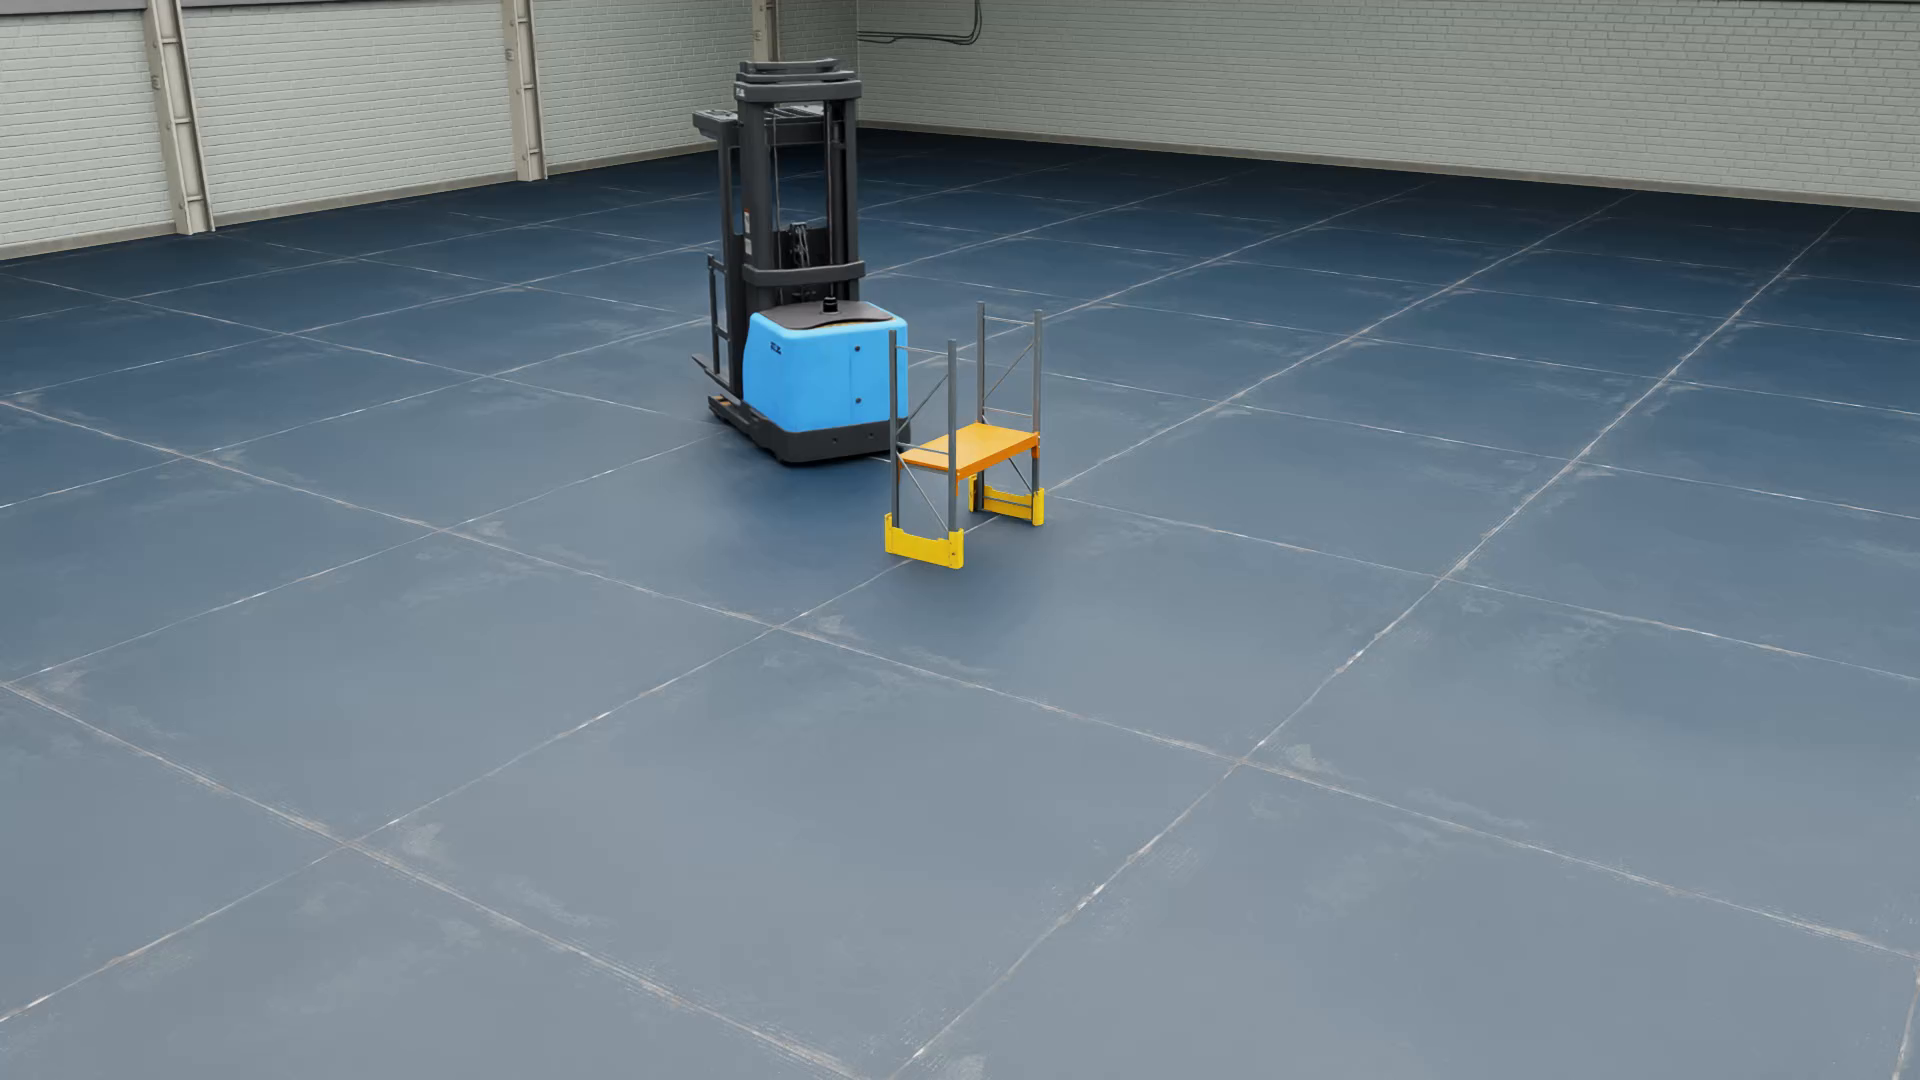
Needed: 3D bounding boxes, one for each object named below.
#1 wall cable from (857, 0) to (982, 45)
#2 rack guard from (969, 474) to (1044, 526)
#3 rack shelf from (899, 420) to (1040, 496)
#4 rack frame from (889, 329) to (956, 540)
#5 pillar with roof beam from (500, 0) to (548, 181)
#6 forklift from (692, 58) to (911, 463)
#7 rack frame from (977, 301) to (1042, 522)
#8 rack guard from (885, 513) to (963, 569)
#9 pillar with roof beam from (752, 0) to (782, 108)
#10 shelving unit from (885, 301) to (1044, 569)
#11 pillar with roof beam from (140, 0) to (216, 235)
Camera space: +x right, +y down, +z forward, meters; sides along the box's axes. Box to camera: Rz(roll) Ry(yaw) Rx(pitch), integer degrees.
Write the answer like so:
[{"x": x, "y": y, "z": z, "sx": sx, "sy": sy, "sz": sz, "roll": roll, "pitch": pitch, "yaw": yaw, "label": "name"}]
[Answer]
[{"x": -0.884, "y": -10.982, "z": 32.460, "sx": 3.097, "sy": 2.526, "sz": 0.112, "roll": 13, "pitch": 24, "yaw": 32, "label": "wall cable"}, {"x": 0.323, "y": -0.282, "z": 11.667, "sx": 0.587, "sy": 0.250, "sz": 0.087, "roll": 13, "pitch": 24, "yaw": 32, "label": "rack guard"}, {"x": 0.048, "y": -0.559, "z": 11.133, "sx": 0.538, "sy": 0.185, "sz": 1.000, "roll": 13, "pitch": 24, "yaw": 32, "label": "rack shelf"}, {"x": -0.238, "y": -0.582, "z": 10.677, "sx": 0.500, "sy": 1.500, "sz": 0.032, "roll": 13, "pitch": 24, "yaw": 32, "label": "rack frame"}, {"x": -3.446, "y": -9.290, "z": 23.410, "sx": 9.100, "sy": 9.000, "sz": 0.400, "roll": 13, "pitch": 24, "yaw": 32, "label": "pillar with roof beam"}, {"x": -1.487, "y": -2.434, "z": 13.621, "sx": 1.130, "sy": 2.935, "sz": 3.031, "roll": -10, "pitch": 22, "yaw": -24, "label": "forklift"}, {"x": 0.334, "y": -0.874, "z": 11.465, "sx": 0.500, "sy": 1.500, "sz": 0.032, "roll": 13, "pitch": 24, "yaw": 32, "label": "rack frame"}, {"x": -0.237, "y": 0.004, "z": 10.894, "sx": 0.587, "sy": 0.250, "sz": 0.087, "roll": 13, "pitch": 24, "yaw": 32, "label": "rack guard"}, {"x": -0.074, "y": -11.012, "z": 28.064, "sx": 9.100, "sy": 9.000, "sz": 0.400, "roll": 13, "pitch": 24, "yaw": 32, "label": "pillar with roof beam"}, {"x": 0.043, "y": -0.725, "z": 11.064, "sx": 0.587, "sy": 1.500, "sz": 1.083, "roll": 13, "pitch": 24, "yaw": 32, "label": "shelving unit"}, {"x": -6.819, "y": -7.569, "z": 18.756, "sx": 9.100, "sy": 9.000, "sz": 0.400, "roll": 13, "pitch": 24, "yaw": 32, "label": "pillar with roof beam"}]
